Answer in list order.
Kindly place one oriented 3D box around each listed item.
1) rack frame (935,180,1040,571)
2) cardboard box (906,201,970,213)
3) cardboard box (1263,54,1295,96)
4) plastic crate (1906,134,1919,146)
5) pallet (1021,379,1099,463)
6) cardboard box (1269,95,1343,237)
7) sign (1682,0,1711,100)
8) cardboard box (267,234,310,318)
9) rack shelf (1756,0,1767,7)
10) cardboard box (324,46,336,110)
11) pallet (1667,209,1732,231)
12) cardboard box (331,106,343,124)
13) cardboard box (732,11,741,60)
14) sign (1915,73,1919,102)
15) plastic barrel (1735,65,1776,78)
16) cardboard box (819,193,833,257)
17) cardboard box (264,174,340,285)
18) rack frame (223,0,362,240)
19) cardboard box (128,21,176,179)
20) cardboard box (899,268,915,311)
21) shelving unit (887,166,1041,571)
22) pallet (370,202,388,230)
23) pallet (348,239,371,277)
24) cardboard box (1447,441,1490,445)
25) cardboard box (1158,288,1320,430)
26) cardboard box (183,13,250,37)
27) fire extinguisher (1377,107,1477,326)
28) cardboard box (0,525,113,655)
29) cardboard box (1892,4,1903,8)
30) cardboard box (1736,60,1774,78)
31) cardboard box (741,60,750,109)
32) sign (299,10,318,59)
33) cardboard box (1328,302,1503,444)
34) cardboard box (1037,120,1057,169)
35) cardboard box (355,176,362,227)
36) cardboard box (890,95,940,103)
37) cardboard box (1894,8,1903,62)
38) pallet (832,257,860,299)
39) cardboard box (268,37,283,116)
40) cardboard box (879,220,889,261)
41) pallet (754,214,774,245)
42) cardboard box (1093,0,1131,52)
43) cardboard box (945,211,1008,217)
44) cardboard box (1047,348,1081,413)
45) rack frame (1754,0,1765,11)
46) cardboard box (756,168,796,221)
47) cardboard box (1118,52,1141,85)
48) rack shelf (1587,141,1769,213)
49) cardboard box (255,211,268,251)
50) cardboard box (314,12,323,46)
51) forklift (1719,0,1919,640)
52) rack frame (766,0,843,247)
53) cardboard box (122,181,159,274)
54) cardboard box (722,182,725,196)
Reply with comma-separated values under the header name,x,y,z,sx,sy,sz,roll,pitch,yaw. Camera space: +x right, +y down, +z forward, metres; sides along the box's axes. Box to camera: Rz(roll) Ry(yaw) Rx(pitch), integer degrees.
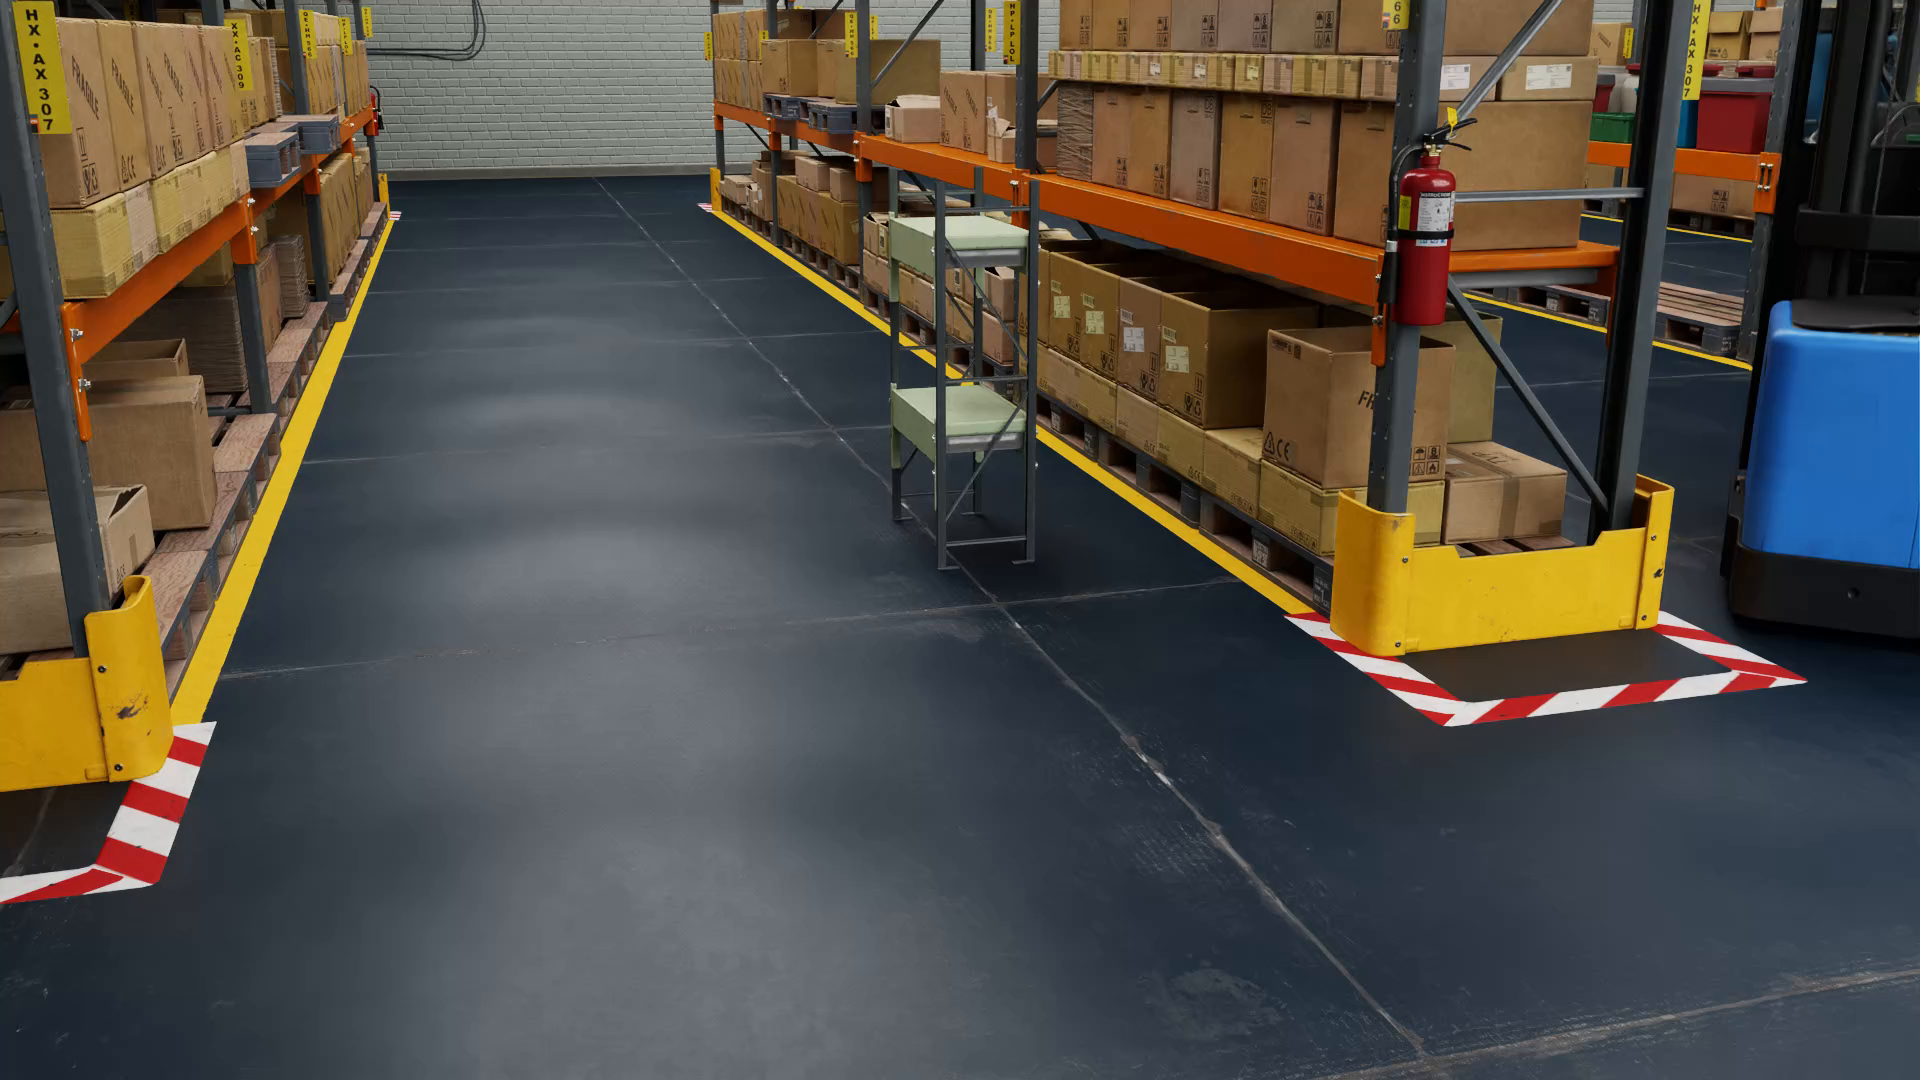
name,x,y,z,sx,sy,sz,roll,pitch,yaw
rack frame,0.102,-0.615,6.393,0.400,1.500,0.023,-5,17,-15
cardboard box,-0.150,-2.512,13.683,0.500,0.500,0.500,-4,17,-13
cardboard box,1.400,-1.800,6.427,0.380,0.149,0.250,-4,17,-15
plastic crate,5.665,-2.135,9.215,0.450,0.188,0.662,-5,17,-15
pallet,0.978,-0.685,8.866,1.003,0.211,1.213,-5,17,-15
cardboard box,1.634,-1.460,6.426,0.700,0.500,0.500,-4,17,-14
sign,2.434,-1.632,5.530,0.100,0.325,0.005,-5,17,-15
cardboard box,-4.813,-1.776,11.232,0.700,0.500,0.500,-4,17,-14
rack shelf,12.374,-7.248,21.905,1.077,0.370,4.000,-5,17,-15
cardboard box,-5.370,-3.739,13.459,0.500,0.500,0.500,-4,17,-14
pallet,8.412,-3.696,18.890,1.003,0.211,1.213,-5,17,-15
cardboard box,-5.546,-3.671,14.360,0.380,0.149,0.250,-5,17,-15
cardboard box,-2.205,-5.523,18.214,0.500,0.500,0.500,-5,17,-16
sign,6.096,-2.808,10.604,0.100,0.325,0.005,-5,17,-15
plastic barrel,5.512,-2.982,11.428,0.433,0.535,0.433,0,17,0
cardboard box,-0.924,-2.747,14.464,0.500,0.500,0.500,-5,18,-17
cardboard box,-5.137,-2.343,12.545,0.750,0.750,0.750,-5,17,-16
rack frame,-6.161,-4.064,15.268,1.000,3.000,0.127,-5,17,-15
cardboard box,-2.967,-1.479,5.583,0.500,0.500,0.500,-5,18,-17
cardboard box,-0.150,-1.784,11.728,0.500,0.250,0.500,-5,17,-17
shelving unit,0.002,-0.716,6.730,0.431,1.500,0.755,-5,17,-15
pallet,-6.965,-3.620,18.637,1.003,0.211,1.213,-5,17,-15
pallet,-5.876,-2.521,14.979,1.003,0.211,1.213,-5,17,-15
cardboard box,1.825,-0.326,6.872,0.500,0.250,0.500,-5,17,-15
cardboard box,1.177,-0.781,7.085,0.500,0.500,0.500,-5,17,-15
cardboard box,-4.835,-3.346,10.811,0.380,0.149,0.250,-8,18,-24
fire extinguisher,1.485,-1.031,5.305,0.296,0.674,0.183,-5,17,-15
cardboard box,-2.966,0.134,5.202,0.500,0.311,0.500,-7,18,-22
cardboard box,12.261,-6.666,21.502,0.500,0.500,0.500,-4,17,-14
cardboard box,8.437,-4.720,17.277,0.500,0.500,0.500,-4,17,-14
cardboard box,-2.069,-4.907,17.900,0.500,0.500,0.500,-4,17,-14
sign,-4.542,-3.520,11.581,0.100,0.325,0.005,-5,17,-15
cardboard box,1.826,-0.685,6.765,0.500,0.500,0.500,-5,17,-15
cardboard box,0.623,-2.305,9.672,0.500,0.250,0.500,-4,17,-12
cardboard box,-6.267,-3.283,16.283,0.700,0.500,0.500,-4,17,-15
cardboard box,-0.241,-3.204,12.558,0.500,0.311,0.500,-4,17,-12
cardboard box,9.041,-4.864,16.015,0.797,0.503,0.637,-4,17,-13
pallet,-0.468,-2.224,13.991,1.003,0.211,1.213,-5,17,-15
cardboard box,-4.922,-3.087,11.077,0.700,0.500,0.500,-7,18,-22
cardboard box,-0.285,-2.191,12.105,0.500,0.311,0.500,-5,17,-17
pallet,-1.586,-3.311,17.609,1.003,0.211,1.213,-5,17,-15
cardboard box,1.068,-2.651,8.136,0.700,0.500,0.500,-5,17,-15
cardboard box,0.081,-2.378,12.729,0.500,0.311,0.500,-4,17,-14
cardboard box,0.768,-0.837,8.575,0.500,0.250,0.500,-5,17,-15
rack frame,11.825,-6.710,24.075,1.000,3.000,0.127,-5,17,-15
cardboard box,-1.828,-3.606,17.322,0.500,0.500,0.500,-5,17,-15
cardboard box,0.969,-2.230,7.862,0.380,0.149,0.250,-5,18,-17
rack shelf,5.014,-2.843,12.454,1.077,0.370,4.000,-5,17,-15
cardboard box,-4.717,-1.973,10.582,0.500,0.250,0.500,-4,17,-14
cardboard box,-5.228,-3.949,12.857,0.500,0.250,0.500,-5,17,-15
forklift,3.805,-1.401,6.520,1.130,2.935,3.031,8,18,24
rack frame,-1.399,-4.457,16.575,1.000,3.000,0.127,-5,17,-15
cardboard box,-2.848,-0.985,5.244,0.500,0.250,0.500,-5,18,-17
cardboard box,-2.645,-4.205,19.897,0.380,0.166,0.250,-5,17,-15
